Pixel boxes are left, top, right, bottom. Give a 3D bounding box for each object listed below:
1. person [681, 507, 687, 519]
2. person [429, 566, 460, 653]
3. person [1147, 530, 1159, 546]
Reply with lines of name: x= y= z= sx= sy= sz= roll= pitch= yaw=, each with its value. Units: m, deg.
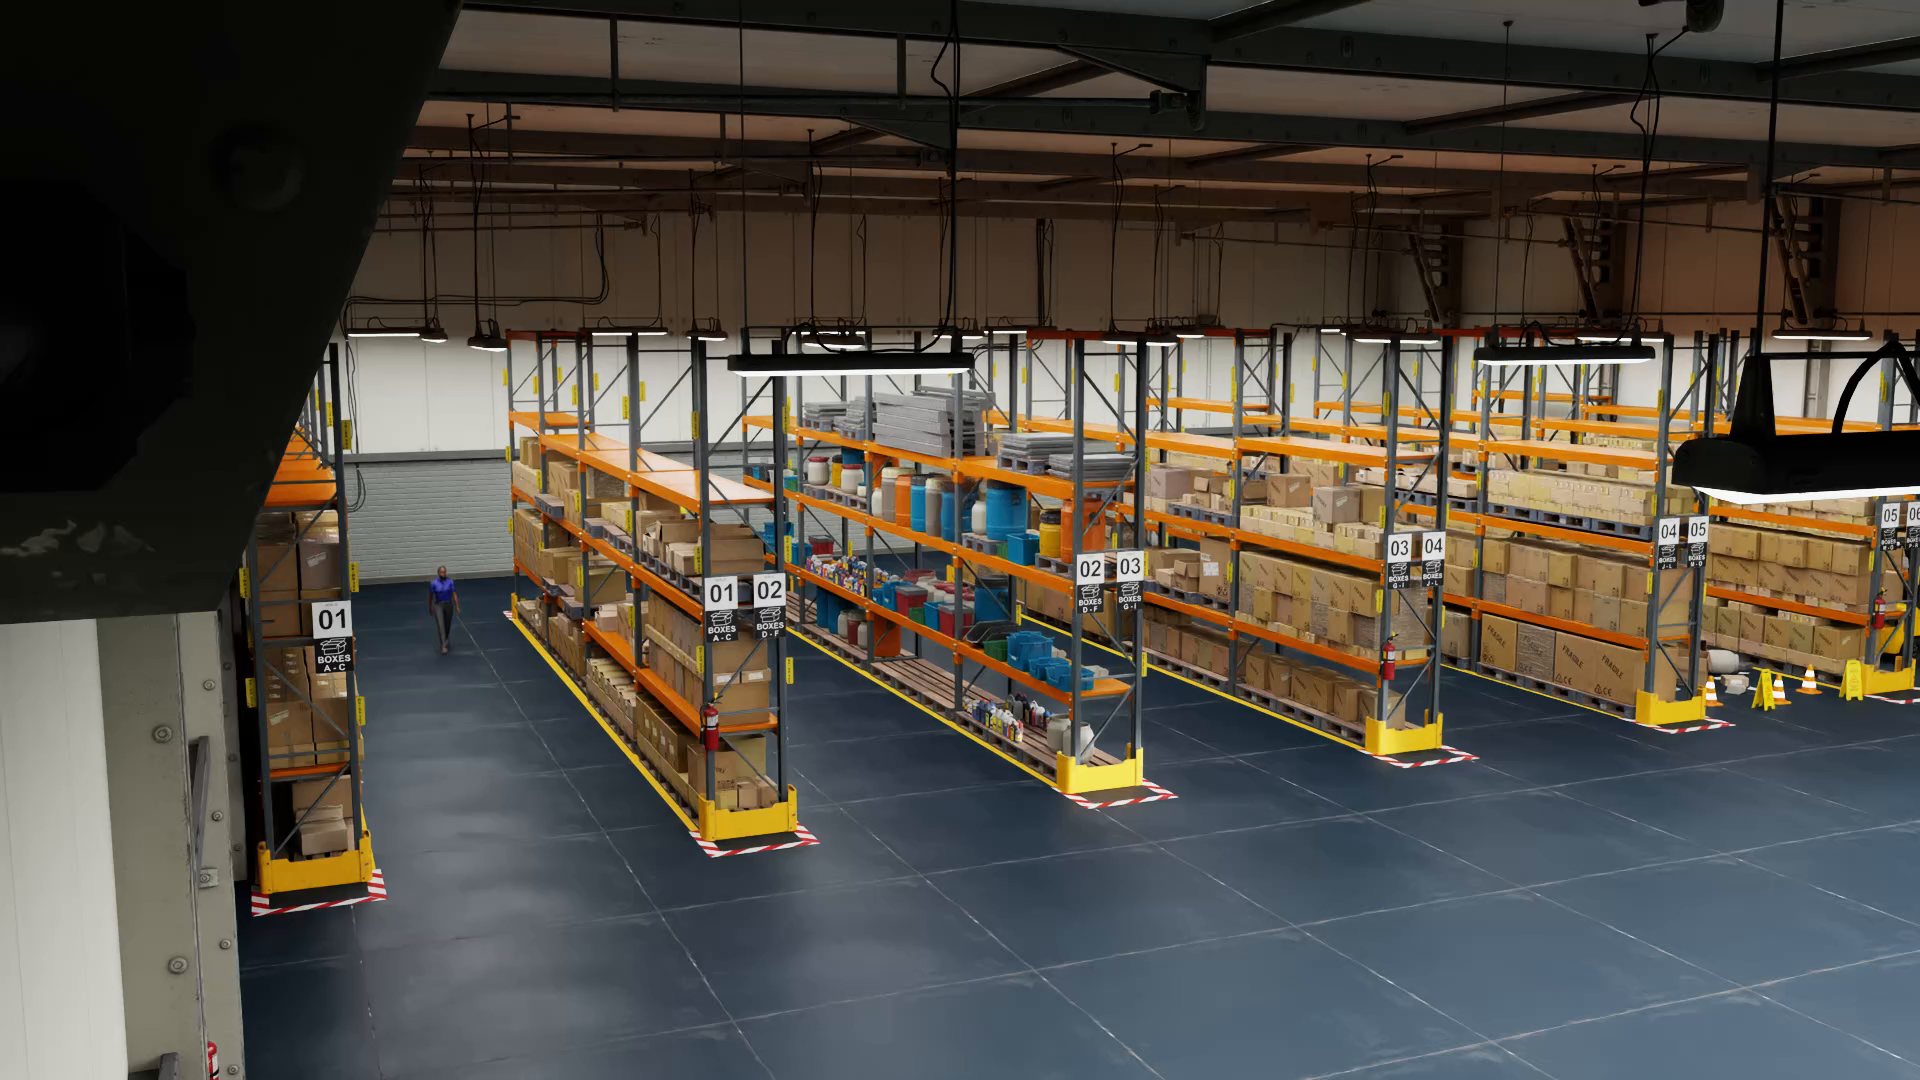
person: x=-6.617 y=0.067 z=39.702 sx=1.120 sy=1.701 sz=0.578 roll=5 pitch=9 yaw=33
person: x=-9.719 y=1.321 z=31.320 sx=0.517 sy=1.490 sz=1.033 roll=-4 pitch=9 yaw=-26
person: x=5.062 y=-0.360 z=43.163 sx=0.752 sy=1.632 sz=0.486 roll=-7 pitch=11 yaw=-42
